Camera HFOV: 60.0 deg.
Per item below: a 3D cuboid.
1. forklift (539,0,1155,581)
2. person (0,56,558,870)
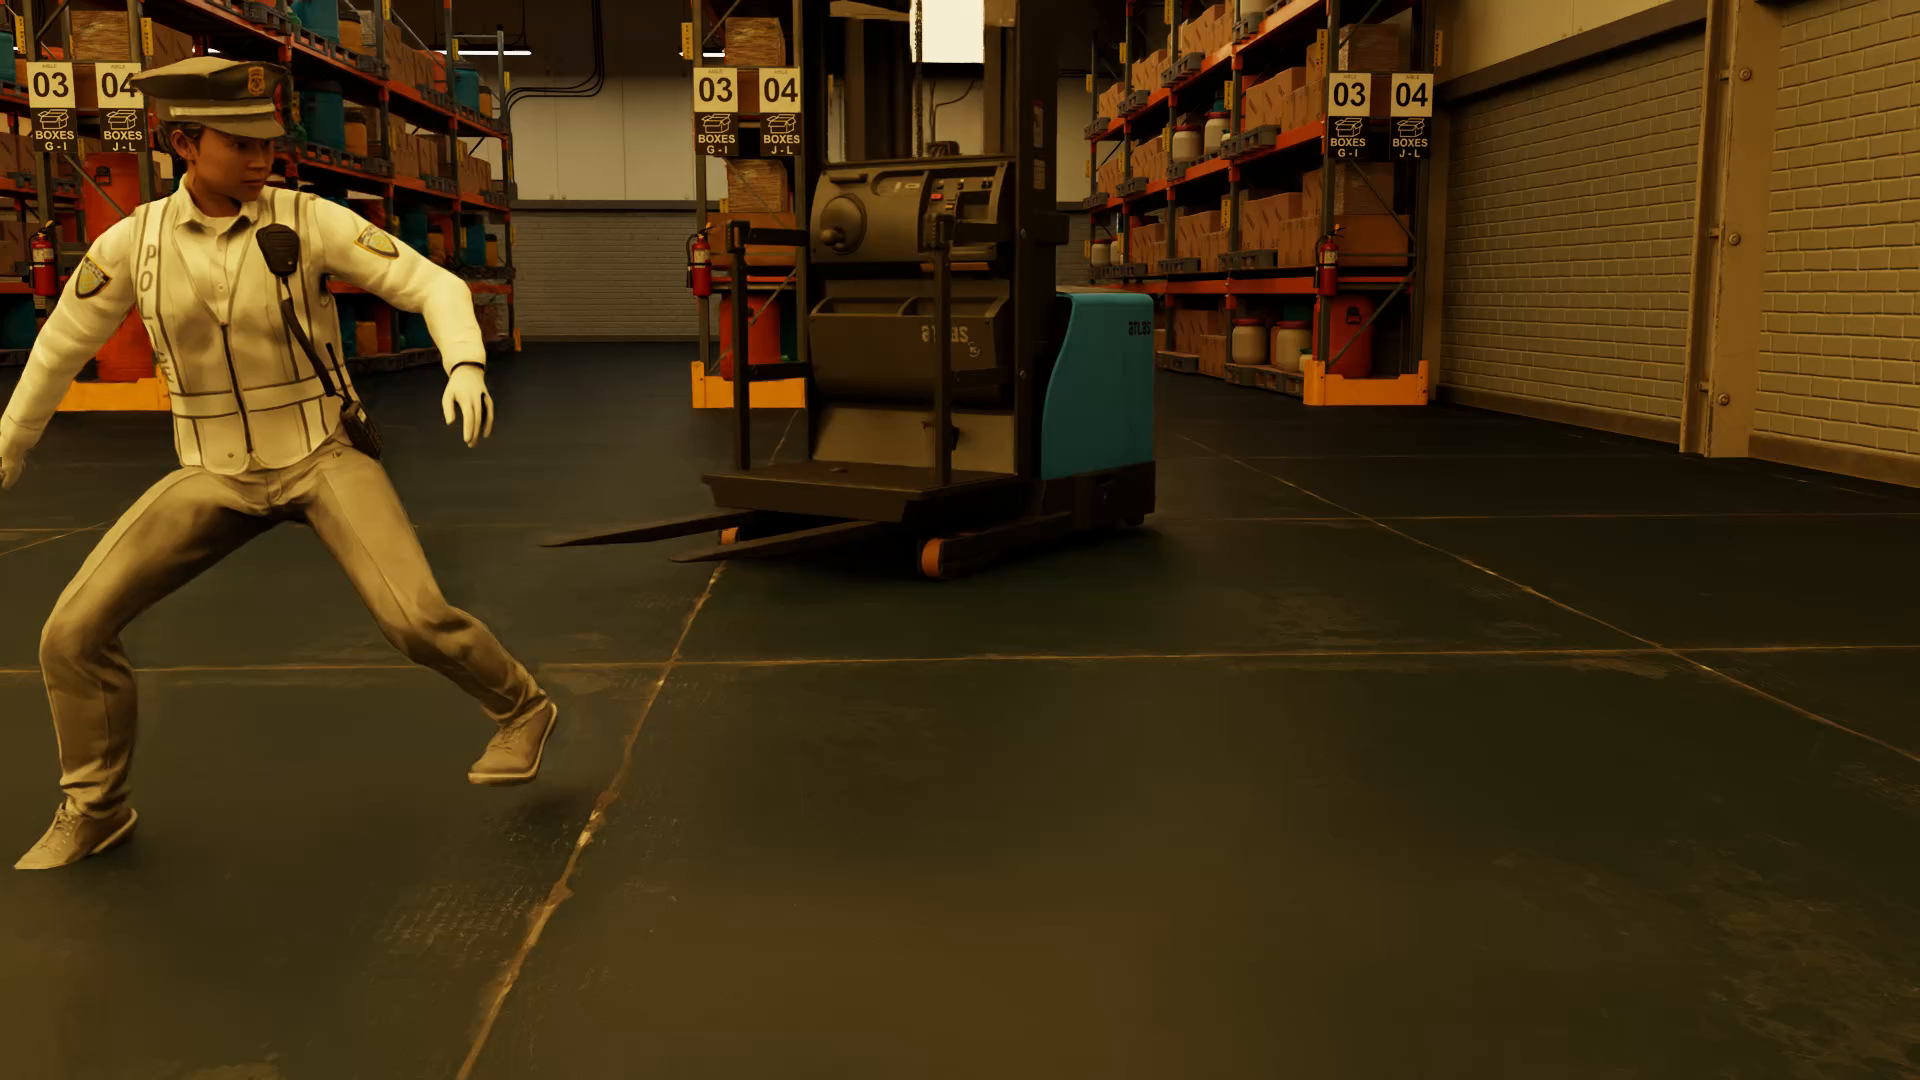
[{"bbox_3d":[-0.331,-1.374,6.585,1.130,2.935,3.031,6,10,33],"label":"forklift"},{"bbox_3d":[-1.403,-0.123,3.232,1.105,1.566,0.472,0,8,-2],"label":"person"}]
